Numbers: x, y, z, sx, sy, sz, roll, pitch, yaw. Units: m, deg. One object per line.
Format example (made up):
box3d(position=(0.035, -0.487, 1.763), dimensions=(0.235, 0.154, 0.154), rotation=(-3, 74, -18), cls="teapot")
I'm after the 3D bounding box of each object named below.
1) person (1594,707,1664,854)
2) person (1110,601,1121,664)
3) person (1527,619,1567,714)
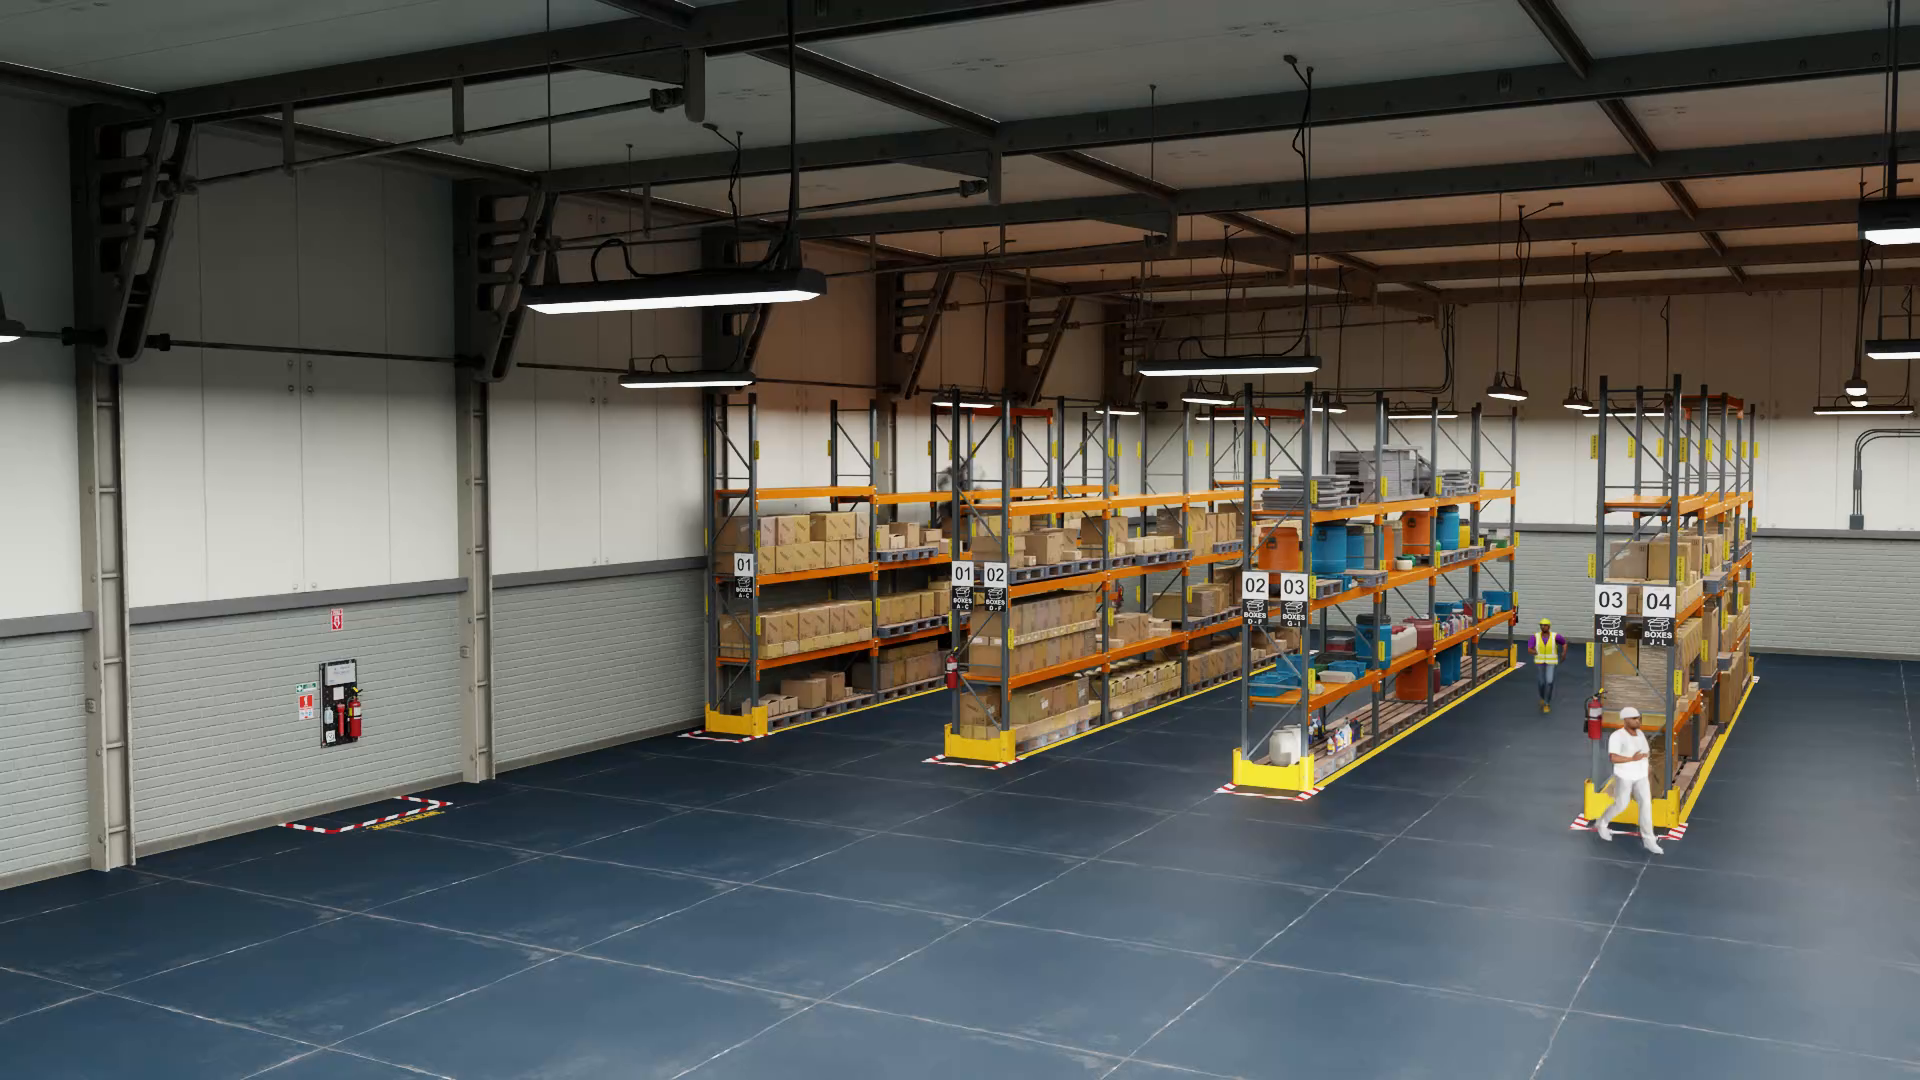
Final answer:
box3d(position=(8.389, 2.965, 20.802), dimensions=(0.697, 1.758, 0.980), rotation=(-1, 3, -22), cls="person")
box3d(position=(3.391, 2.193, 36.347), dimensions=(0.620, 1.699, 0.929), rotation=(2, 4, 32), cls="person")
box3d(position=(11.260, 2.405, 31.952), dimensions=(0.704, 1.793, 0.889), rotation=(2, 3, 27), cls="person")
